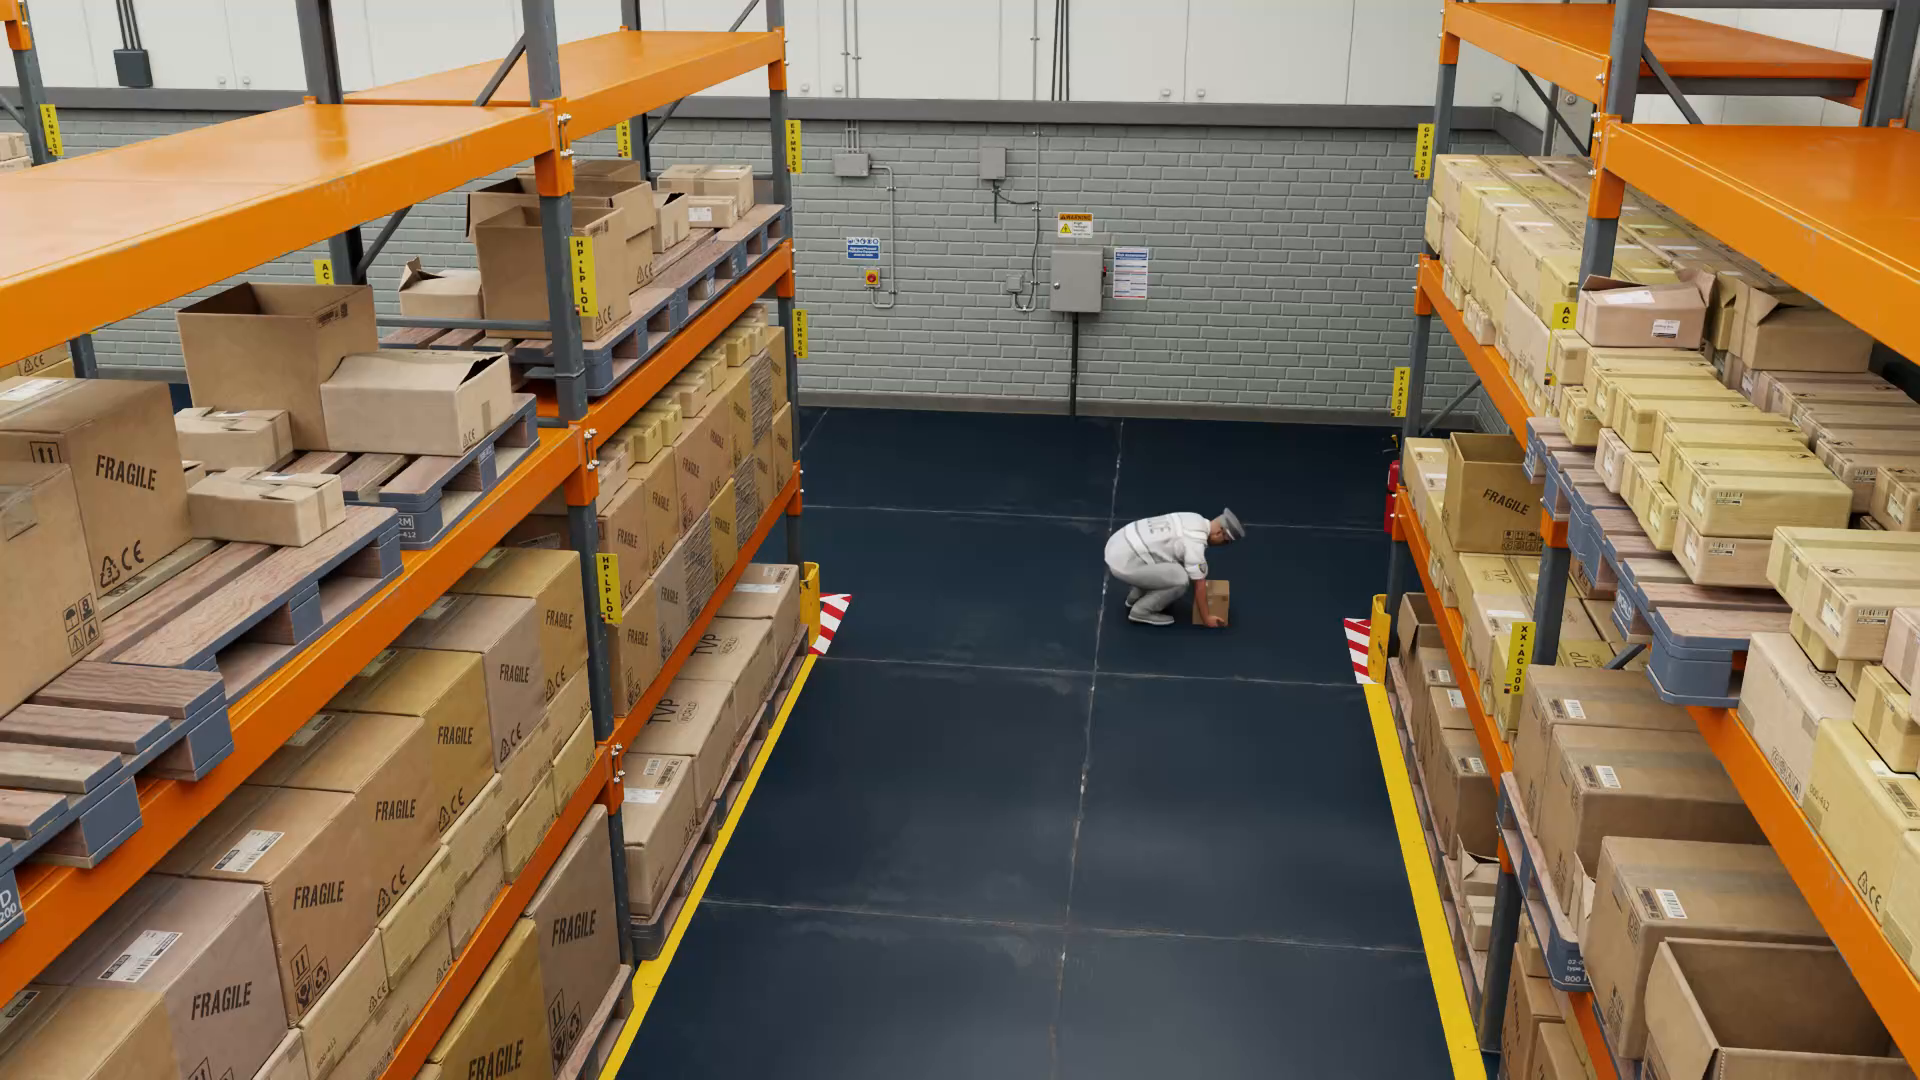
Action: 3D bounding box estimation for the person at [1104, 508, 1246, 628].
[{"bbox_3d":[1.535,0.197,11.944,1.000,0.877,0.529,2,21,5],"label":"person"}]
